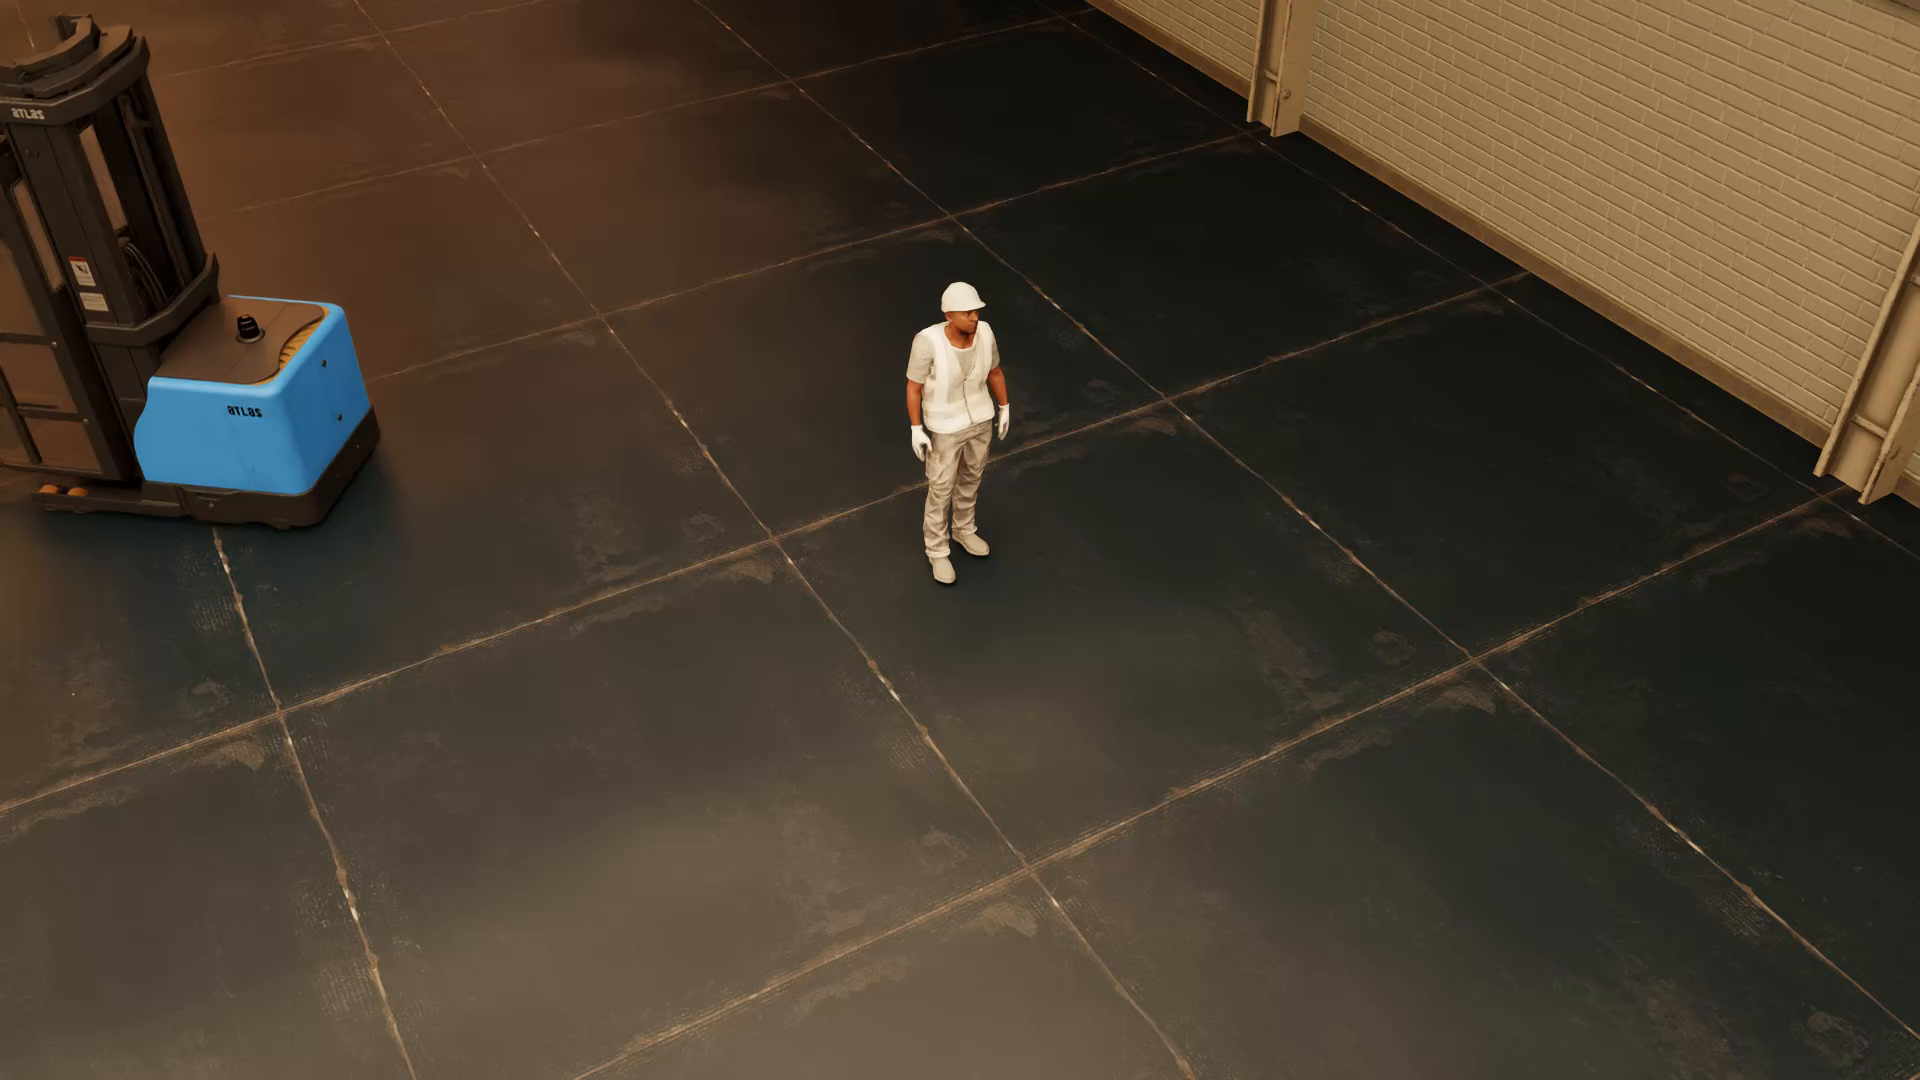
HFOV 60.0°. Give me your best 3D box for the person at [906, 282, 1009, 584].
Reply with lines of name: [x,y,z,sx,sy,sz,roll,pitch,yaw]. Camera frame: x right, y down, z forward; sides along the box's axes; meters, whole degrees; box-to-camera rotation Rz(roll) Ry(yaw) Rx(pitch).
person: [0.028,-0.650,9.707,0.656,1.782,0.577,-20,44,-23]

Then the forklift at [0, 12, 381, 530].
forklift: [-5.410,-1.622,9.992,3.031,2.935,1.130,5,40,7]
